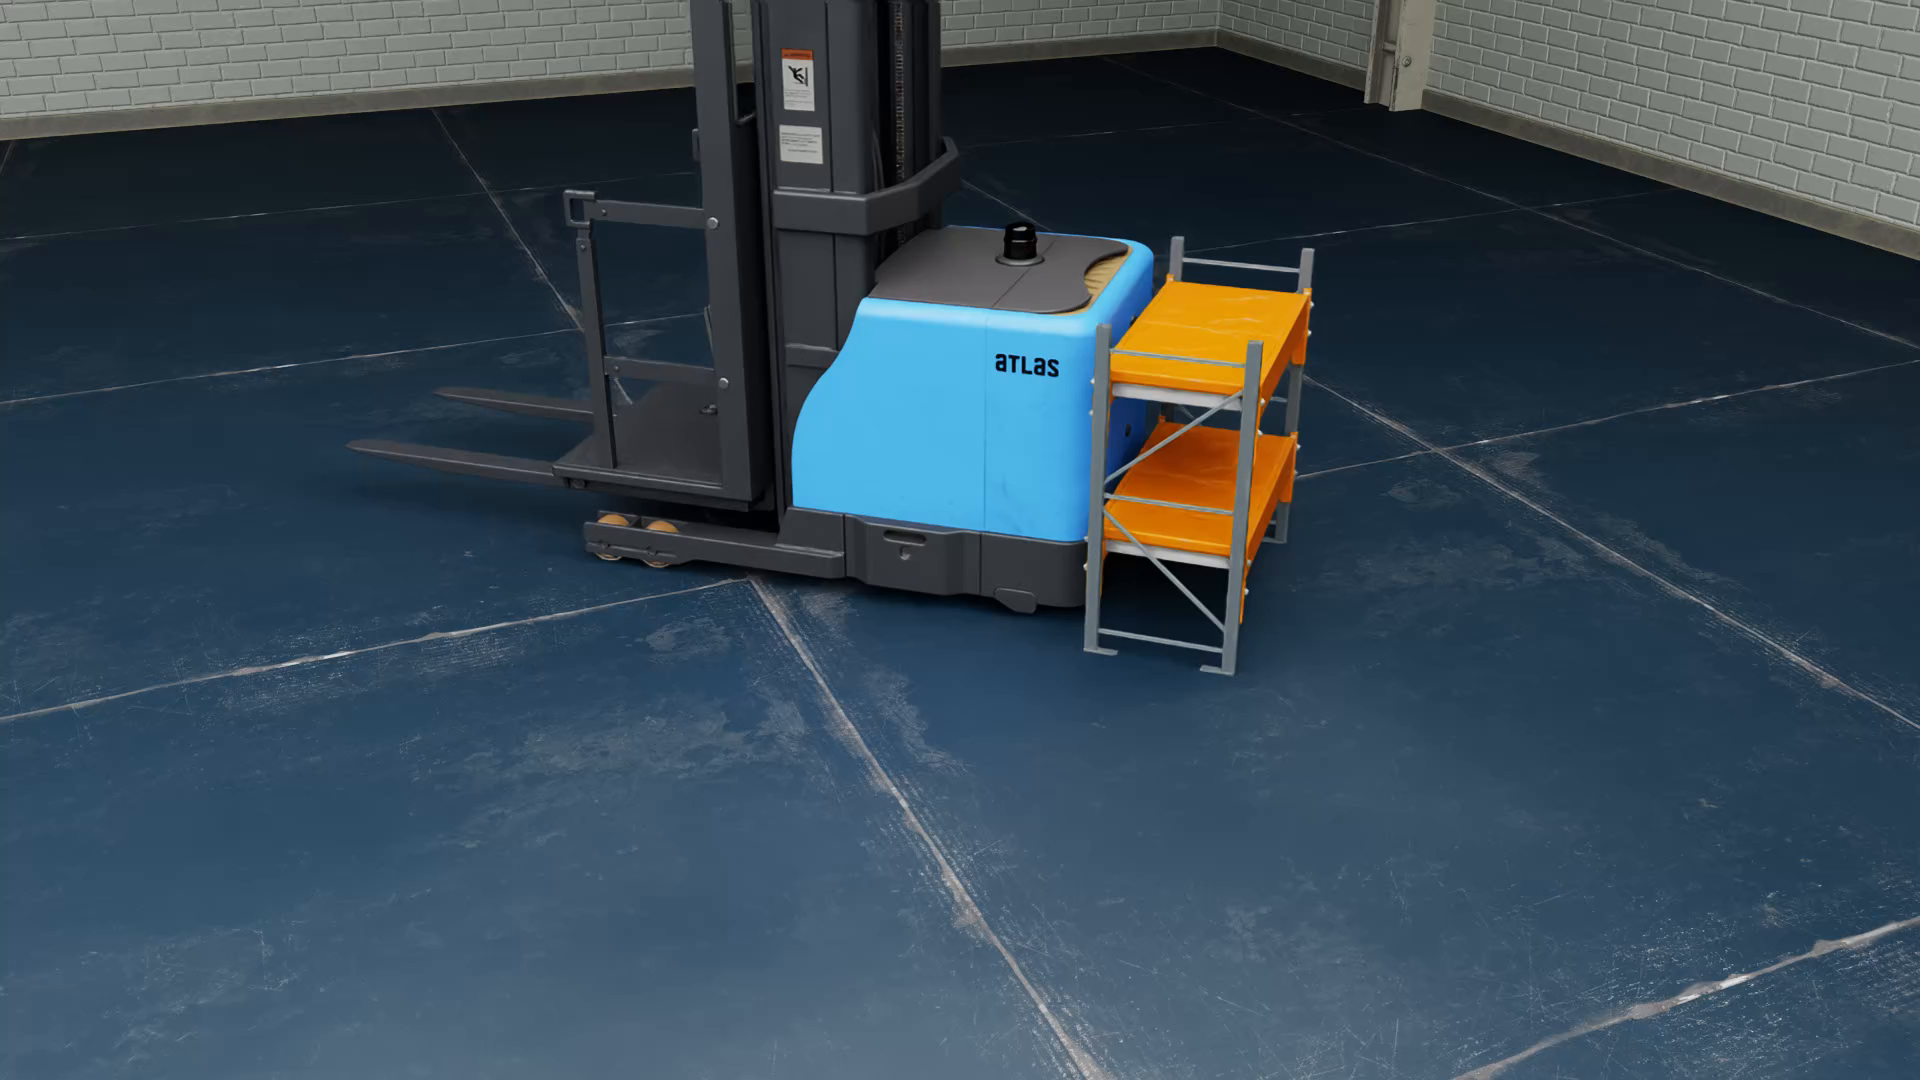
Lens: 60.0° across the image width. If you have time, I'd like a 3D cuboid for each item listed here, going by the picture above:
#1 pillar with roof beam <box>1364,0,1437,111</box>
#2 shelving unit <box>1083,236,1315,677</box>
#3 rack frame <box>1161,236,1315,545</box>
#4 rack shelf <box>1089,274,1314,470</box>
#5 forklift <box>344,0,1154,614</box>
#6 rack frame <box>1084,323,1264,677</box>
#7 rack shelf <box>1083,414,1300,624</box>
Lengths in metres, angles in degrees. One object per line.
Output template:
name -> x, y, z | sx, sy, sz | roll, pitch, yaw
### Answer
pillar with roof beam -> -0.453, -6.823, 9.968 | 9.100, 9.000, 0.400 | -11, 28, -21
shelving unit -> 0.818, -0.319, 5.621 | 0.538, 1.125, 1.048 | 9, 27, 17
rack frame -> 0.986, -0.530, 6.052 | 0.500, 1.125, 0.032 | 9, 27, 17
rack shelf -> 0.818, -0.582, 5.493 | 0.538, 0.278, 1.000 | 9, 27, 17
forklift -> -0.861, -1.427, 5.832 | 3.031, 2.935, 1.130 | 8, 27, 15
rack frame -> 0.650, -0.109, 5.190 | 0.500, 1.125, 0.032 | 9, 27, 17
rack shelf -> 0.818, -0.099, 5.728 | 0.538, 0.278, 1.000 | 9, 27, 17
